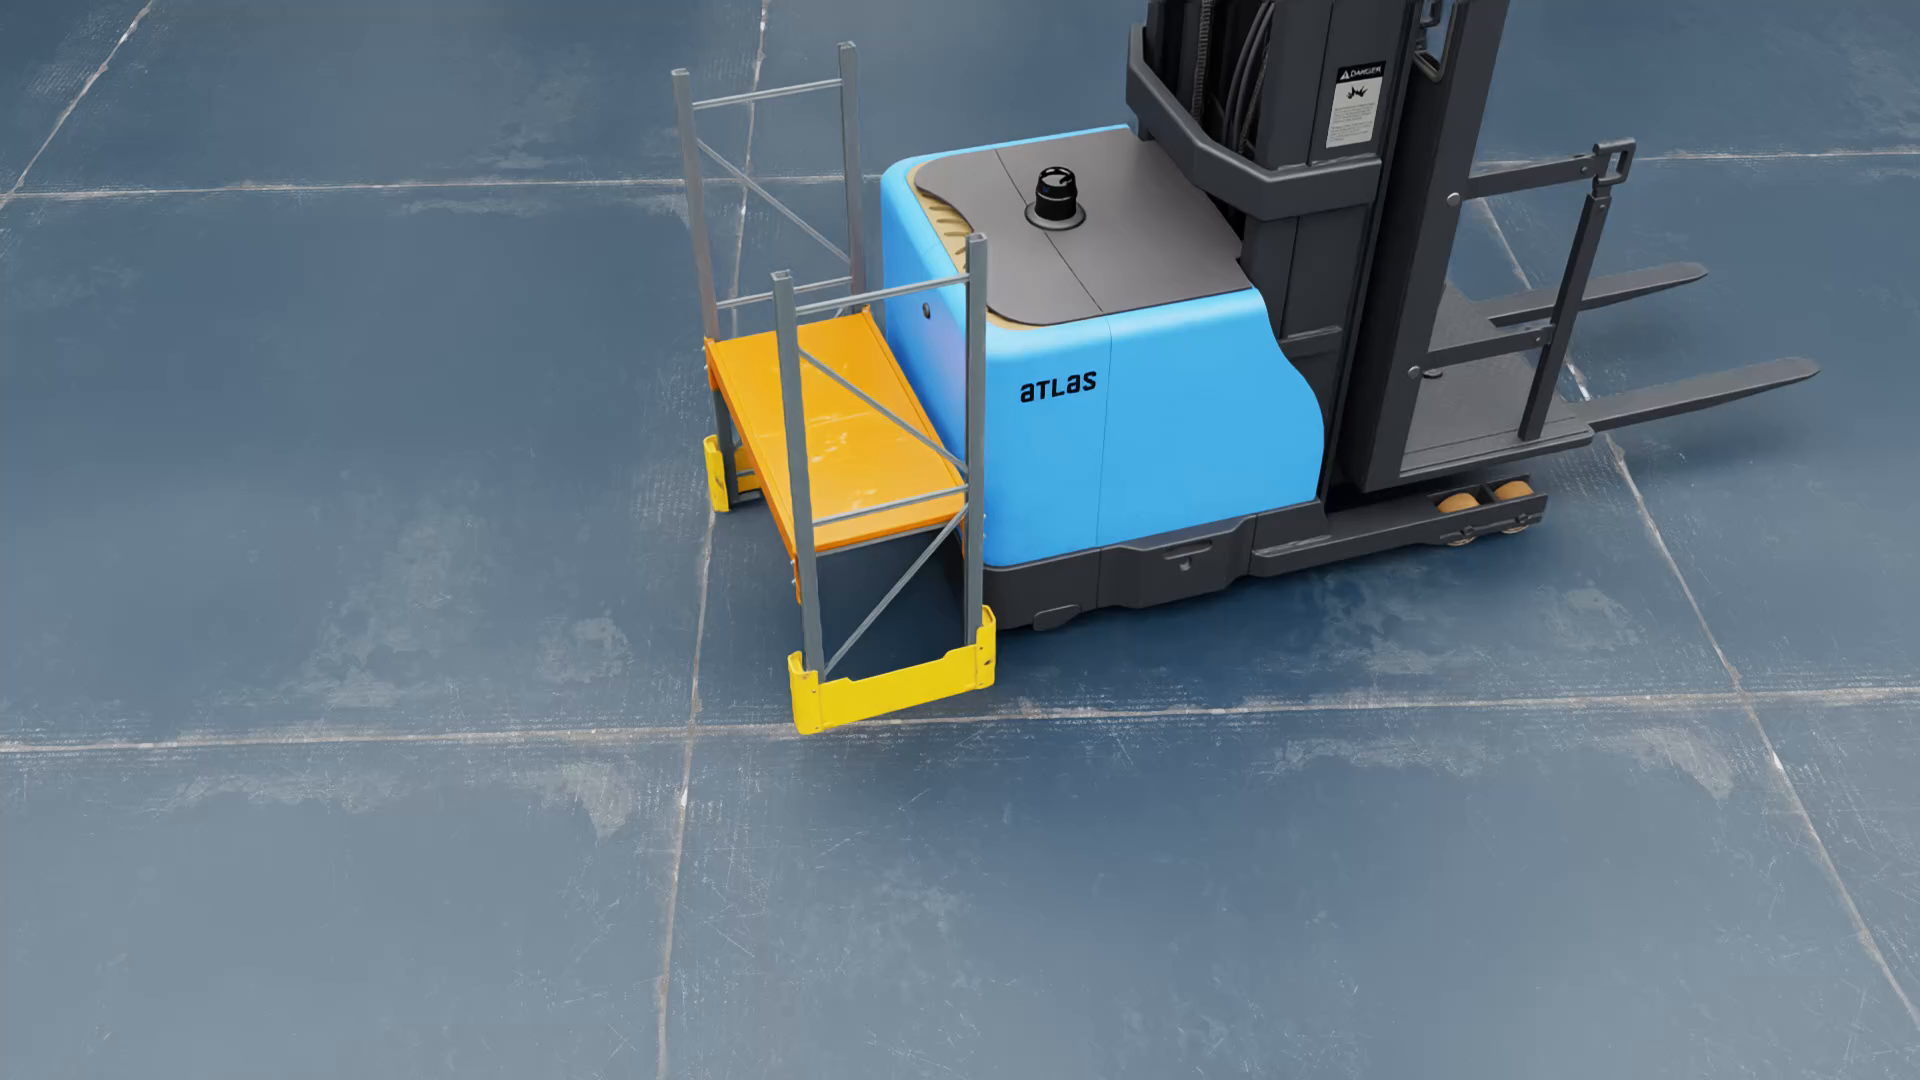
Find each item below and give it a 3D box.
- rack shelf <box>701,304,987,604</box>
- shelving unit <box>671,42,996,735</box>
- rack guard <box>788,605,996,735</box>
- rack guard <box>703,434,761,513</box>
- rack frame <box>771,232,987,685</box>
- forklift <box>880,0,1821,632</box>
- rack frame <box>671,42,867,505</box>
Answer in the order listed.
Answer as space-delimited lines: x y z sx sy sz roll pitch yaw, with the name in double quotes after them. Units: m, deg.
-0.350 -0.275 4.706 0.538 0.185 1.000 -14 44 -14 "rack shelf"
-0.353 -0.413 4.591 0.587 1.500 1.083 -14 44 -14 "shelving unit"
-0.184 0.364 4.668 0.587 0.250 0.087 -14 44 -14 "rack guard"
-0.521 -0.269 5.359 0.587 0.250 0.087 -14 44 -14 "rack guard"
-0.178 -0.084 4.232 0.500 1.500 0.032 -14 44 -14 "rack frame"
1.328 -1.392 4.599 3.031 2.935 1.130 -12 44 -13 "forklift"
-0.522 -0.731 4.937 0.500 1.500 0.032 -14 44 -14 "rack frame"
